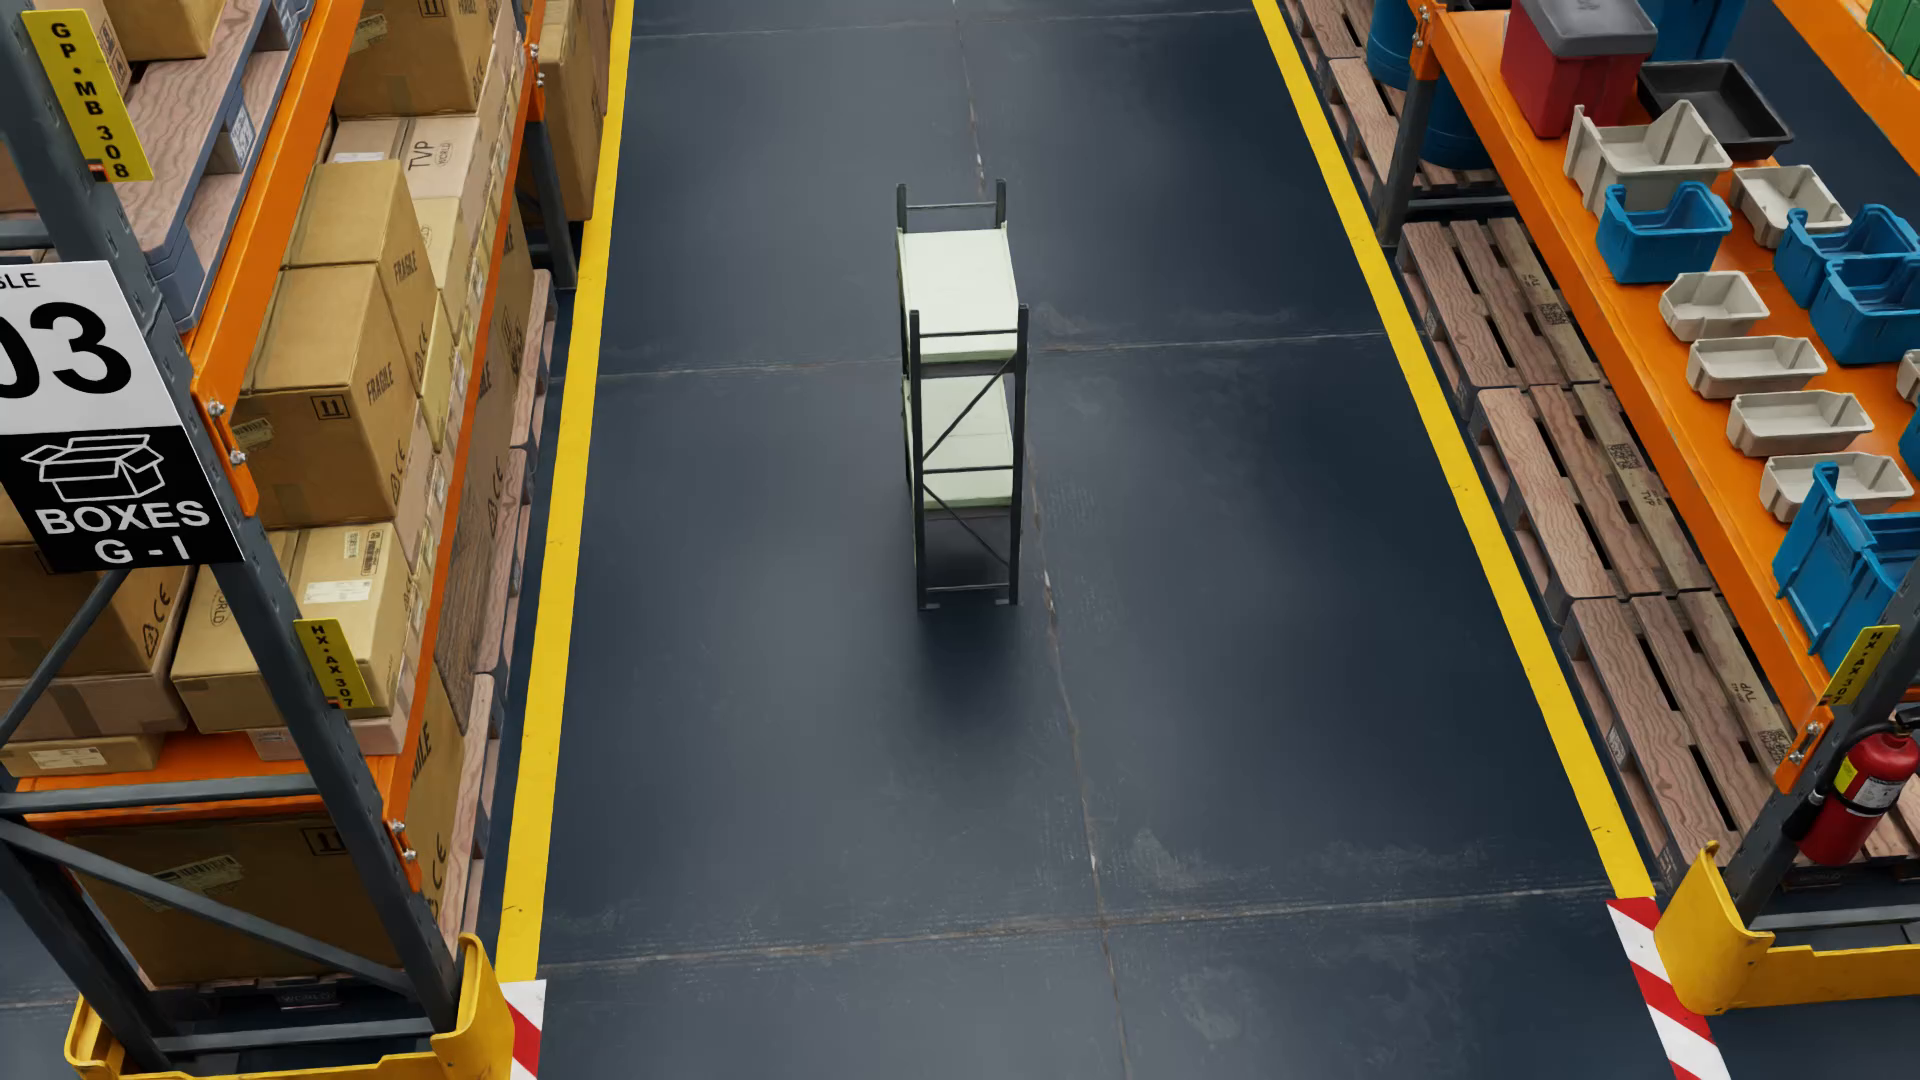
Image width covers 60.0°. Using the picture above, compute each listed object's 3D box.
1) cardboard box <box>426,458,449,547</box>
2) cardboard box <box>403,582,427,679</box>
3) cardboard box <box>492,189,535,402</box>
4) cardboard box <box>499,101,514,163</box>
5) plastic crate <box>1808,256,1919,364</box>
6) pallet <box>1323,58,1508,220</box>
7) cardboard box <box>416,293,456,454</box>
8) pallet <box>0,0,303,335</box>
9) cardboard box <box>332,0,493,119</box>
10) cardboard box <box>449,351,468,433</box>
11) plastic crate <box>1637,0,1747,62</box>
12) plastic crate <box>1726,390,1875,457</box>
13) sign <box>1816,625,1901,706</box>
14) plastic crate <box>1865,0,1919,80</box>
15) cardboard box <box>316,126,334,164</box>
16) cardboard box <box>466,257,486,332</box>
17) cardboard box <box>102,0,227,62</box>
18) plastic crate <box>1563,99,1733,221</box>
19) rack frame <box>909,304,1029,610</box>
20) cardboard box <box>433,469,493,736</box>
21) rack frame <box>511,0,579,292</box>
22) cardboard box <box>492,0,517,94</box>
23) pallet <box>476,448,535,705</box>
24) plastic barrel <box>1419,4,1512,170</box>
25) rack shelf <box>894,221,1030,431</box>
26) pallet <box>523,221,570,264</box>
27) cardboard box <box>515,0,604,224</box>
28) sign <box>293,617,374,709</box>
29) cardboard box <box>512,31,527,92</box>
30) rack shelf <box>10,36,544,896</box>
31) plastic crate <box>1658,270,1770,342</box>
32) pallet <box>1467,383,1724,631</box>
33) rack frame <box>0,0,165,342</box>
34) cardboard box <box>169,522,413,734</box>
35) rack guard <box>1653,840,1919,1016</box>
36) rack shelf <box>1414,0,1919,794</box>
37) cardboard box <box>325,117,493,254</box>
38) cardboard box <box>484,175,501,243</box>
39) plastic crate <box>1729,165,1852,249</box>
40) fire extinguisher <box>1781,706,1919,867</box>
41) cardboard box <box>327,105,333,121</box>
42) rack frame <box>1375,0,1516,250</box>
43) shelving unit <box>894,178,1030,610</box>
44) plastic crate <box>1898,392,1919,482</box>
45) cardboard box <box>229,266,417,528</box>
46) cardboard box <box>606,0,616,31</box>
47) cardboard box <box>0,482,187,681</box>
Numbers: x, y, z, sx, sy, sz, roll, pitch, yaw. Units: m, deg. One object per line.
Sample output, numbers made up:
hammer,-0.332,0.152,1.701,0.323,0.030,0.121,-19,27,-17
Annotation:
cardboard box,-1.787,-0.104,5.092,0.380,0.149,0.250,-4,47,-4
cardboard box,-1.742,0.270,4.738,0.380,0.149,0.250,-4,47,-4
cardboard box,-2.378,-1.179,7.111,0.875,0.875,0.875,-3,47,-3
cardboard box,-1.958,-1.589,6.498,0.380,0.149,0.250,-4,47,-4
plastic crate,3.114,-0.769,5.623,0.416,0.233,0.300,-3,47,-3
pallet,2.559,-2.151,8.778,1.003,0.211,1.213,-3,47,-3
cardboard box,-1.878,-0.508,5.200,0.500,0.250,0.500,-5,47,-5
pallet,-2.091,-0.891,3.659,1.003,0.211,1.213,-3,47,-3
cardboard box,-2.011,-1.877,5.980,0.500,0.500,0.500,-3,47,-3
cardboard box,-1.829,-0.474,5.443,0.380,0.149,0.250,-4,47,-4
plastic crate,2.961,-2.247,6.918,0.392,0.384,0.575,-3,47,-3
plastic crate,2.659,-0.374,5.315,0.396,0.136,0.243,-3,47,-3
sign,2.370,0.334,4.392,0.100,0.325,0.005,-3,47,-3
plastic crate,2.550,-1.310,4.141,0.450,0.188,0.336,-3,47,-3
cardboard box,-2.489,-1.208,5.863,0.500,0.250,0.500,-2,47,-2
cardboard box,-1.873,-0.847,5.795,0.380,0.149,0.250,-3,47,-3
cardboard box,-2.042,-1.386,3.640,0.700,0.500,0.500,-5,47,-5
plastic crate,2.527,-1.413,6.199,0.437,0.282,0.530,-3,47,-3
rack frame,0.030,-0.256,6.096,0.400,1.500,0.023,-3,47,-3
cardboard box,-2.228,0.116,5.885,0.875,0.875,0.875,-3,47,-3
rack frame,-2.353,-2.248,6.949,1.000,3.000,0.127,-3,47,-3
cardboard box,-2.055,-1.995,6.608,0.500,0.250,0.500,-4,47,-4
pallet,-2.262,0.151,6.598,1.003,0.211,1.213,-3,47,-3
plastic barrel,2.554,-2.366,8.218,0.600,0.901,0.708,-3,47,-3
rack shelf,-0.001,-0.789,6.063,0.431,0.370,0.720,-3,47,-3
pallet,-2.493,-1.843,8.486,1.003,0.211,1.213,-3,47,-3
cardboard box,-2.427,-2.123,8.006,1.225,0.875,0.875,-3,47,-3
sign,-1.465,0.292,3.893,0.100,0.325,0.005,-3,47,-3
cardboard box,-2.001,-1.961,6.850,0.380,0.149,0.250,-3,47,-3
rack shelf,-2.186,-0.553,5.840,1.077,0.370,4.000,-3,47,-3
plastic crate,2.568,-0.787,5.706,0.298,0.136,0.250,-3,47,-3
pallet,2.788,-0.175,6.907,1.003,0.211,1.213,-3,47,-3
rack frame,-2.018,-1.417,2.030,1.000,3.000,0.127,-3,47,-3
cardboard box,-1.790,0.232,4.499,0.500,0.250,0.500,-5,47,-4
rack guard,2.932,1.221,5.385,1.175,0.500,0.348,-3,47,-3
rack shelf,2.750,-0.854,6.125,1.077,0.370,4.000,-3,47,-3
cardboard box,-1.966,-1.251,5.904,0.500,0.250,0.500,-3,47,-2
cardboard box,-1.915,-1.216,6.145,0.380,0.149,0.250,-3,47,-3
plastic crate,3.028,-1.237,6.132,0.293,0.136,0.466,-3,47,-3
fire extinguisher,2.477,0.637,4.527,0.296,0.674,0.183,-3,47,-3
cardboard box,-2.534,-1.837,5.943,0.500,0.500,0.500,-3,47,-3
rack frame,2.582,-2.549,7.234,1.000,3.000,0.127,-3,47,-3
shelving unit,-0.001,-0.521,6.347,0.431,1.500,0.755,-3,47,-3
plastic crate,3.169,-0.293,5.172,0.416,0.233,0.300,-3,47,-3
cardboard box,-1.831,-0.388,4.570,0.500,0.500,0.500,-5,47,-4
cardboard box,-2.584,-3.410,9.224,1.225,0.875,0.875,-3,47,-3
cardboard box,-2.321,0.001,4.201,0.500,0.500,0.500,-3,47,-3
